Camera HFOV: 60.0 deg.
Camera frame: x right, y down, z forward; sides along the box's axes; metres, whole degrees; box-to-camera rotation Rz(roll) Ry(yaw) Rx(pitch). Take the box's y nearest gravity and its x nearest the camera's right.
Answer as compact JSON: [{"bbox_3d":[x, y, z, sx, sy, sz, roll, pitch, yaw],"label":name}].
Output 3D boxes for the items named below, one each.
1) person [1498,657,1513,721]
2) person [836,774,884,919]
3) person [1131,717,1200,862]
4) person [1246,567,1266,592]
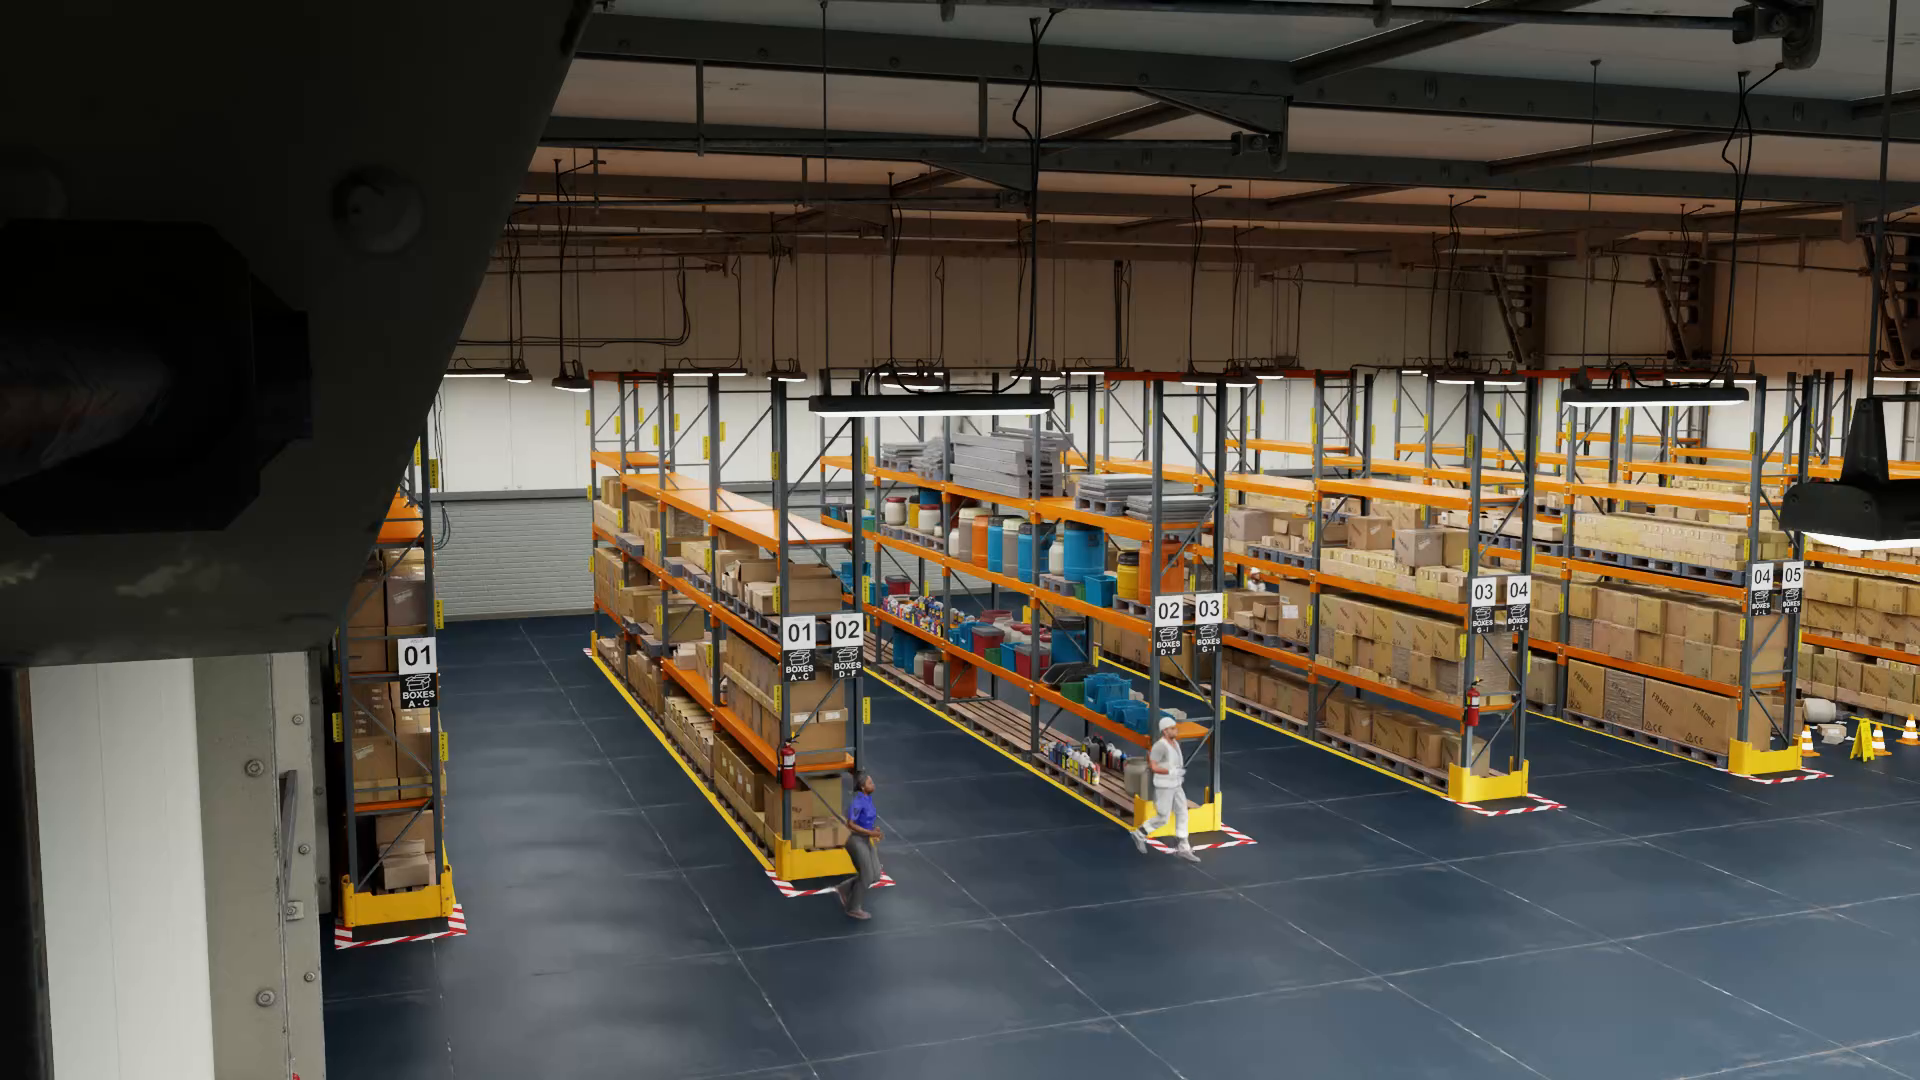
[{"bbox_3d":[9.370,2.293,29.021,0.472,1.636,0.675,-3,7,-25],"label":"person"},{"bbox_3d":[-1.110,3.449,18.862,0.603,1.604,0.601,2,7,15],"label":"person"},{"bbox_3d":[2.600,3.109,20.841,0.905,1.792,0.671,4,8,35],"label":"person"},{"bbox_3d":[6.393,1.458,35.928,0.637,1.727,0.567,-2,7,-20],"label":"person"}]
